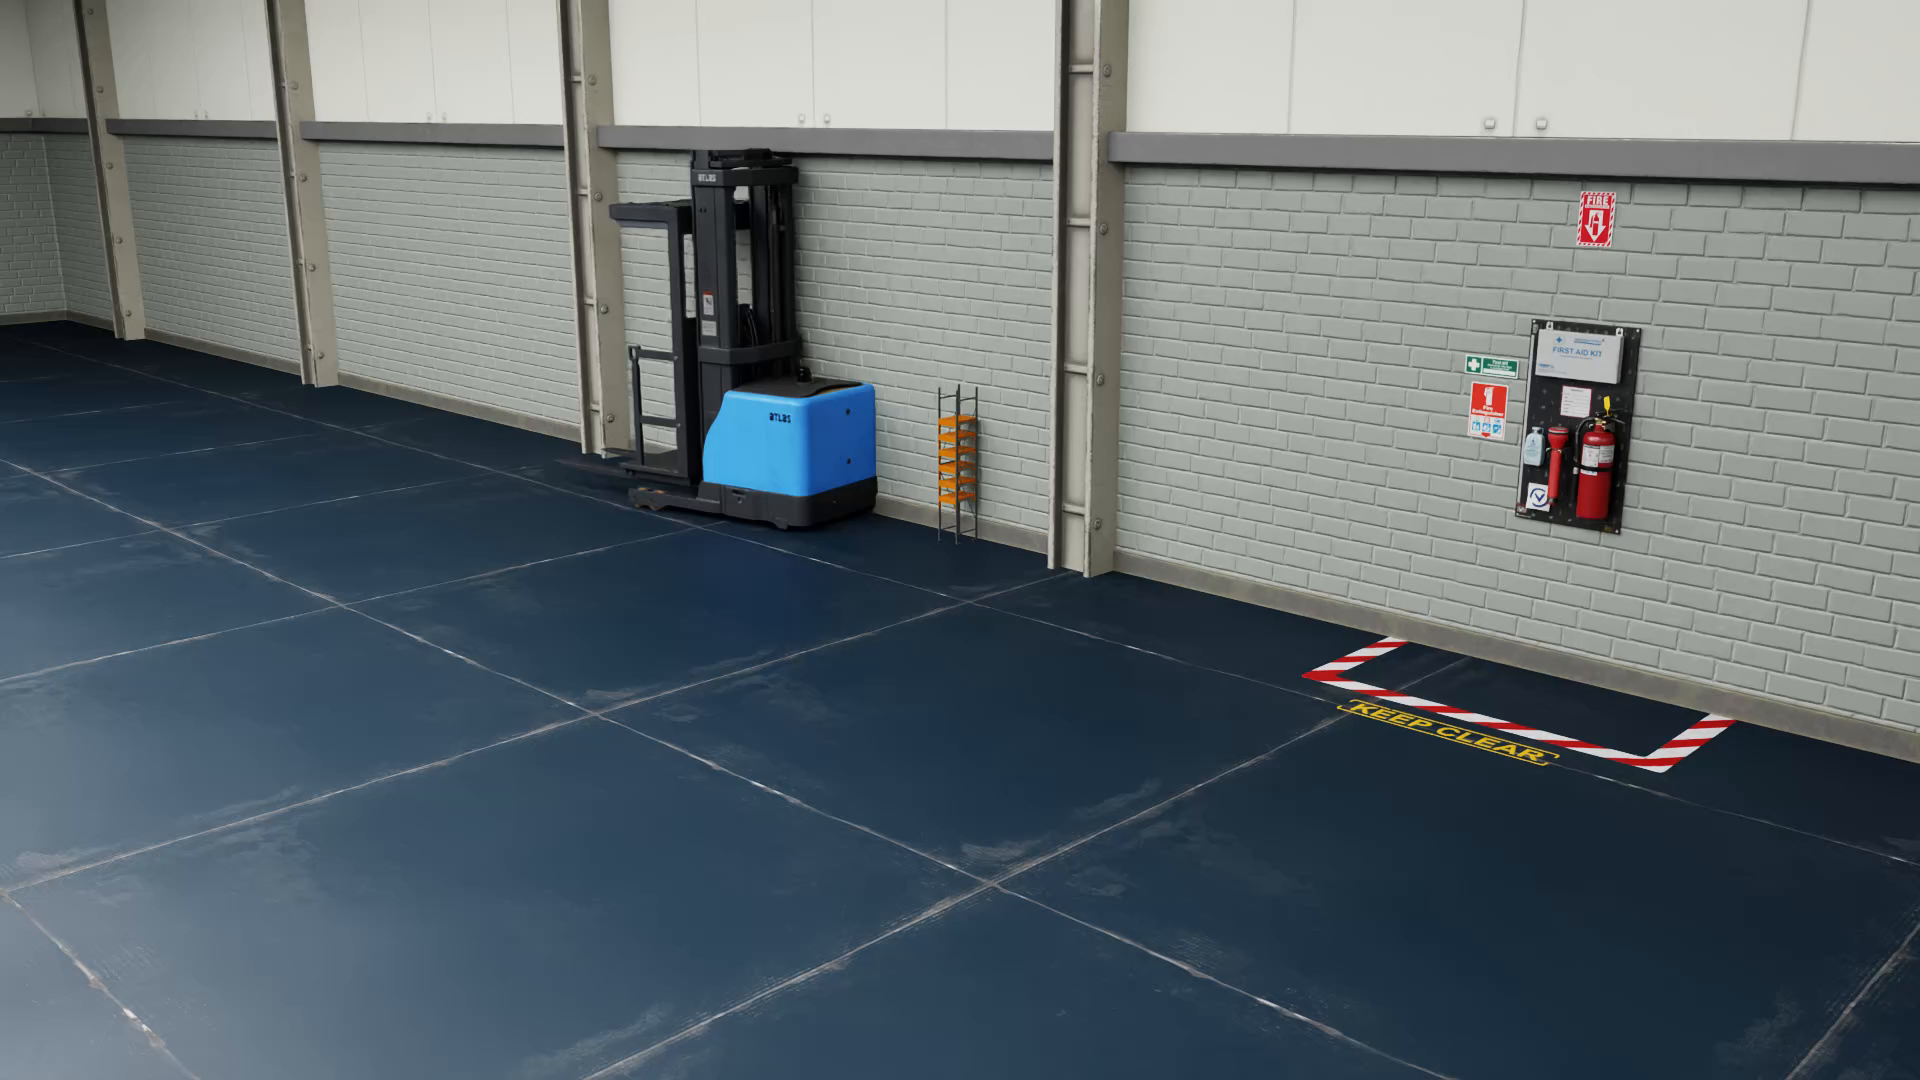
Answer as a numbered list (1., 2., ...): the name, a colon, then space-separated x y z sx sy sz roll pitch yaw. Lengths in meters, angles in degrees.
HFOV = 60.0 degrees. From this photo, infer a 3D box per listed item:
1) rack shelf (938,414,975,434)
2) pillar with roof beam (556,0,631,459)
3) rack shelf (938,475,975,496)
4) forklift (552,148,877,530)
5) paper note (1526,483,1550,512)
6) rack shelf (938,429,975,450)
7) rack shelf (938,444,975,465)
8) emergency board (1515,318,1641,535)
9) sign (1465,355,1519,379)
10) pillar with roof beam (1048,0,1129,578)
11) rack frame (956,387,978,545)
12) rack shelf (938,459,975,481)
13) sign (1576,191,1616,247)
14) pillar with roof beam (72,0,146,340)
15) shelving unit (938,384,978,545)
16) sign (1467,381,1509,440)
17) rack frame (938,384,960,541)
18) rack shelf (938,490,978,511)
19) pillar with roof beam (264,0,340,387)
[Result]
1. rack shelf: -0.015 -0.886 12.703 0.180 0.103 0.258 13 20 41
2. pillar with roof beam: -6.421 -4.415 12.030 0.400 9.000 9.100 14 20 42
3. rack shelf: -0.015 -0.422 12.824 0.180 0.103 0.258 13 20 41
4. forklift: -2.179 -1.766 13.895 3.031 2.935 1.130 10 17 33
5. paper note: 3.374 -0.250 9.690 0.142 0.148 0.016 14 20 42
6. rack shelf: -0.015 -0.770 12.733 0.180 0.103 0.258 13 20 41
7. rack shelf: -0.015 -0.654 12.764 0.180 0.103 0.258 13 20 41
8. emergency board: 3.453 -0.633 9.411 0.643 1.169 0.194 14 20 42
9. sign: 3.124 -1.020 9.774 0.331 0.109 0.001 14 20 42
10. pillar with roof beam: -2.102 -3.365 8.000 0.400 9.000 9.100 14 20 42
11. rack frame: 0.052 -0.565 12.722 0.006 1.200 0.240 13 20 41
12. rack shelf: -0.015 -0.538 12.794 0.180 0.103 0.258 13 20 41
13. sign: 3.516 -1.774 9.194 0.199 0.298 0.001 14 20 42
14. pillar with roof beam: -15.060 -6.515 20.090 0.400 9.000 9.100 14 20 42
15. shelving unit: -0.015 -0.581 12.783 0.189 1.200 0.258 13 20 41
16. sign: 3.127 -0.766 9.850 0.234 0.329 0.001 14 20 42
17. rack frame: -0.082 -0.597 12.843 0.006 1.200 0.240 13 20 41
18. rack shelf: -0.015 -0.306 12.854 0.180 0.103 0.258 13 20 41
19. pillar with roof beam: -10.740 -5.465 16.060 0.400 9.000 9.100 14 20 42
